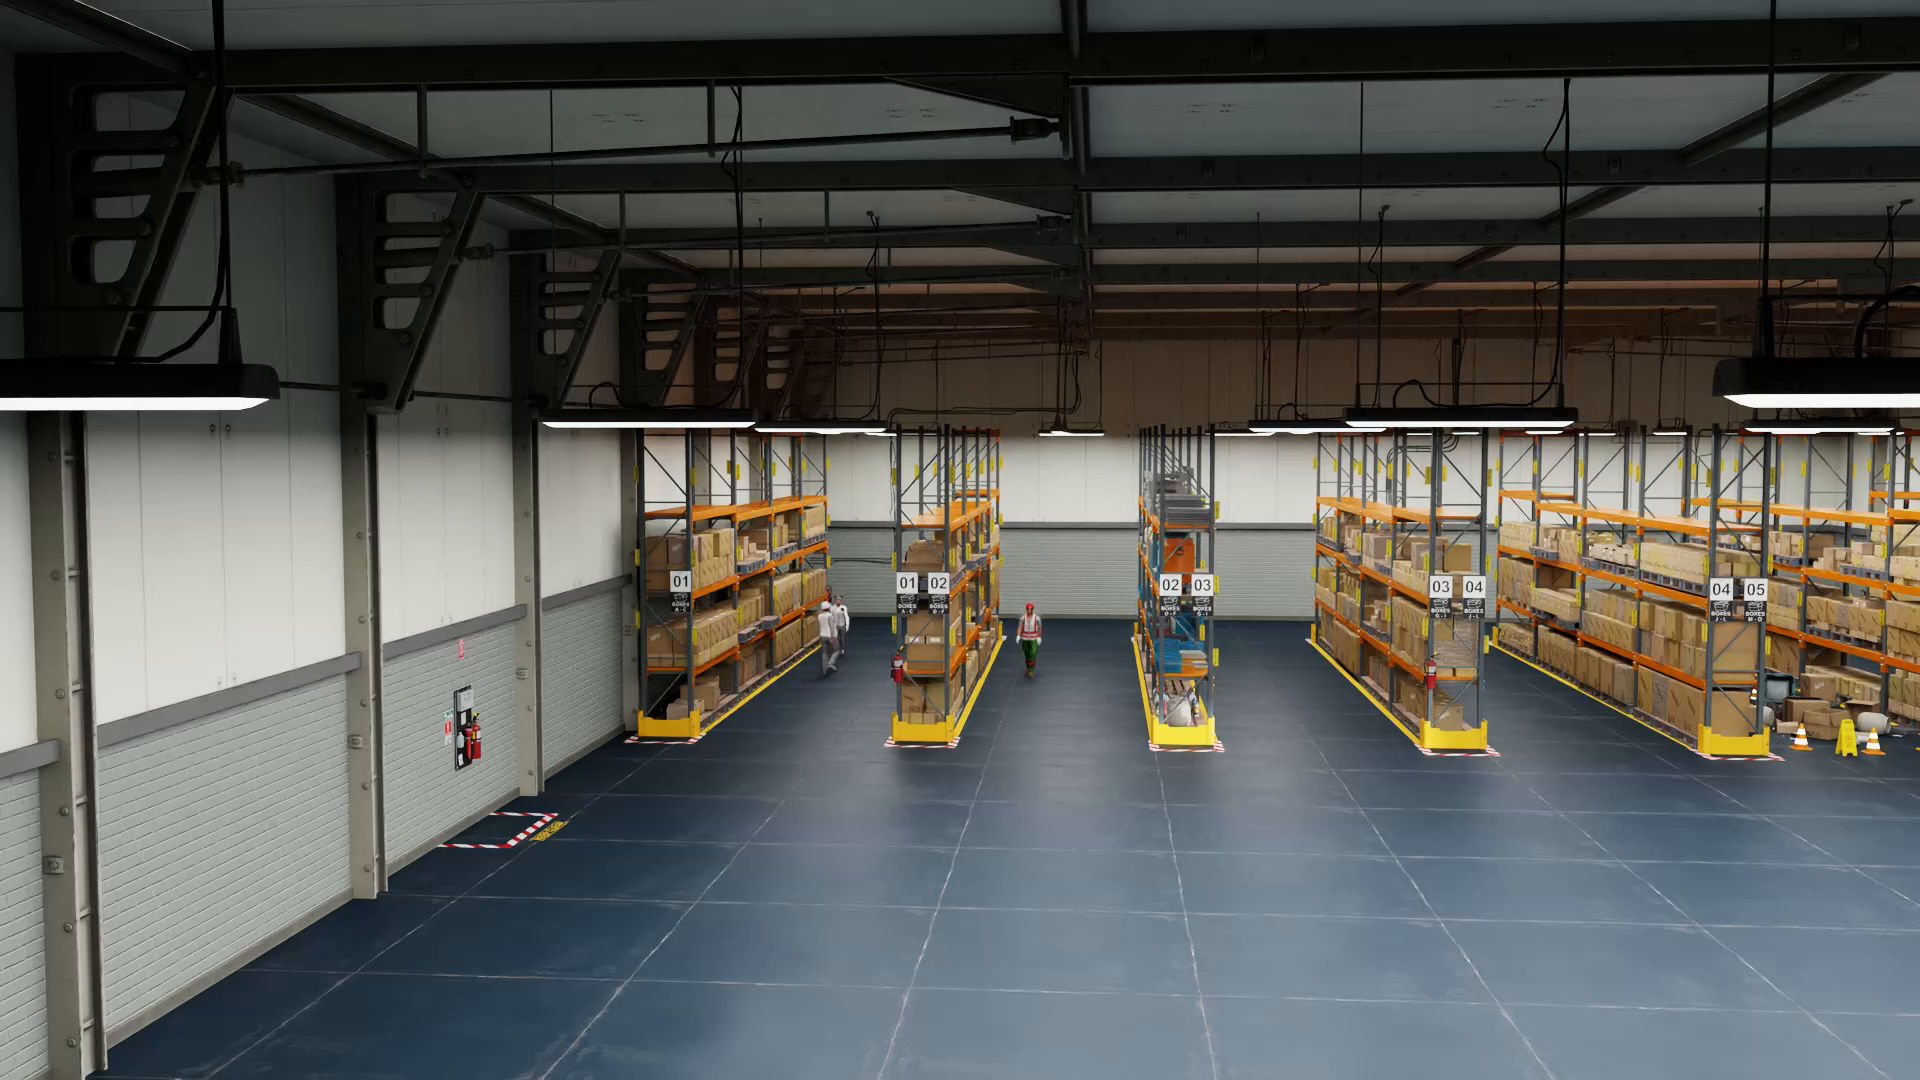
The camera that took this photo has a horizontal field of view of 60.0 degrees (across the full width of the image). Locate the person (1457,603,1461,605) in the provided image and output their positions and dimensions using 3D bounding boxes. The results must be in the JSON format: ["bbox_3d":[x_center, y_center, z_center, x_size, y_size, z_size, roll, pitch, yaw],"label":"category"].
[{"bbox_3d":[13.366,2.195,44.950,0.458,1.595,0.458,1,4,13],"label":"person"}]

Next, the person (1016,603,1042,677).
[{"bbox_3d":[1.665,2.392,40.140,0.589,1.724,1.067,0,4,8],"label":"person"}]

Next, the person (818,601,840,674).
[{"bbox_3d":[-3.220,2.367,40.485,0.568,1.760,0.465,1,4,22],"label":"person"}]

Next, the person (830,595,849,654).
[{"bbox_3d":[-3.174,2.243,43.472,0.555,1.621,1.015,0,3,1],"label":"person"}]
